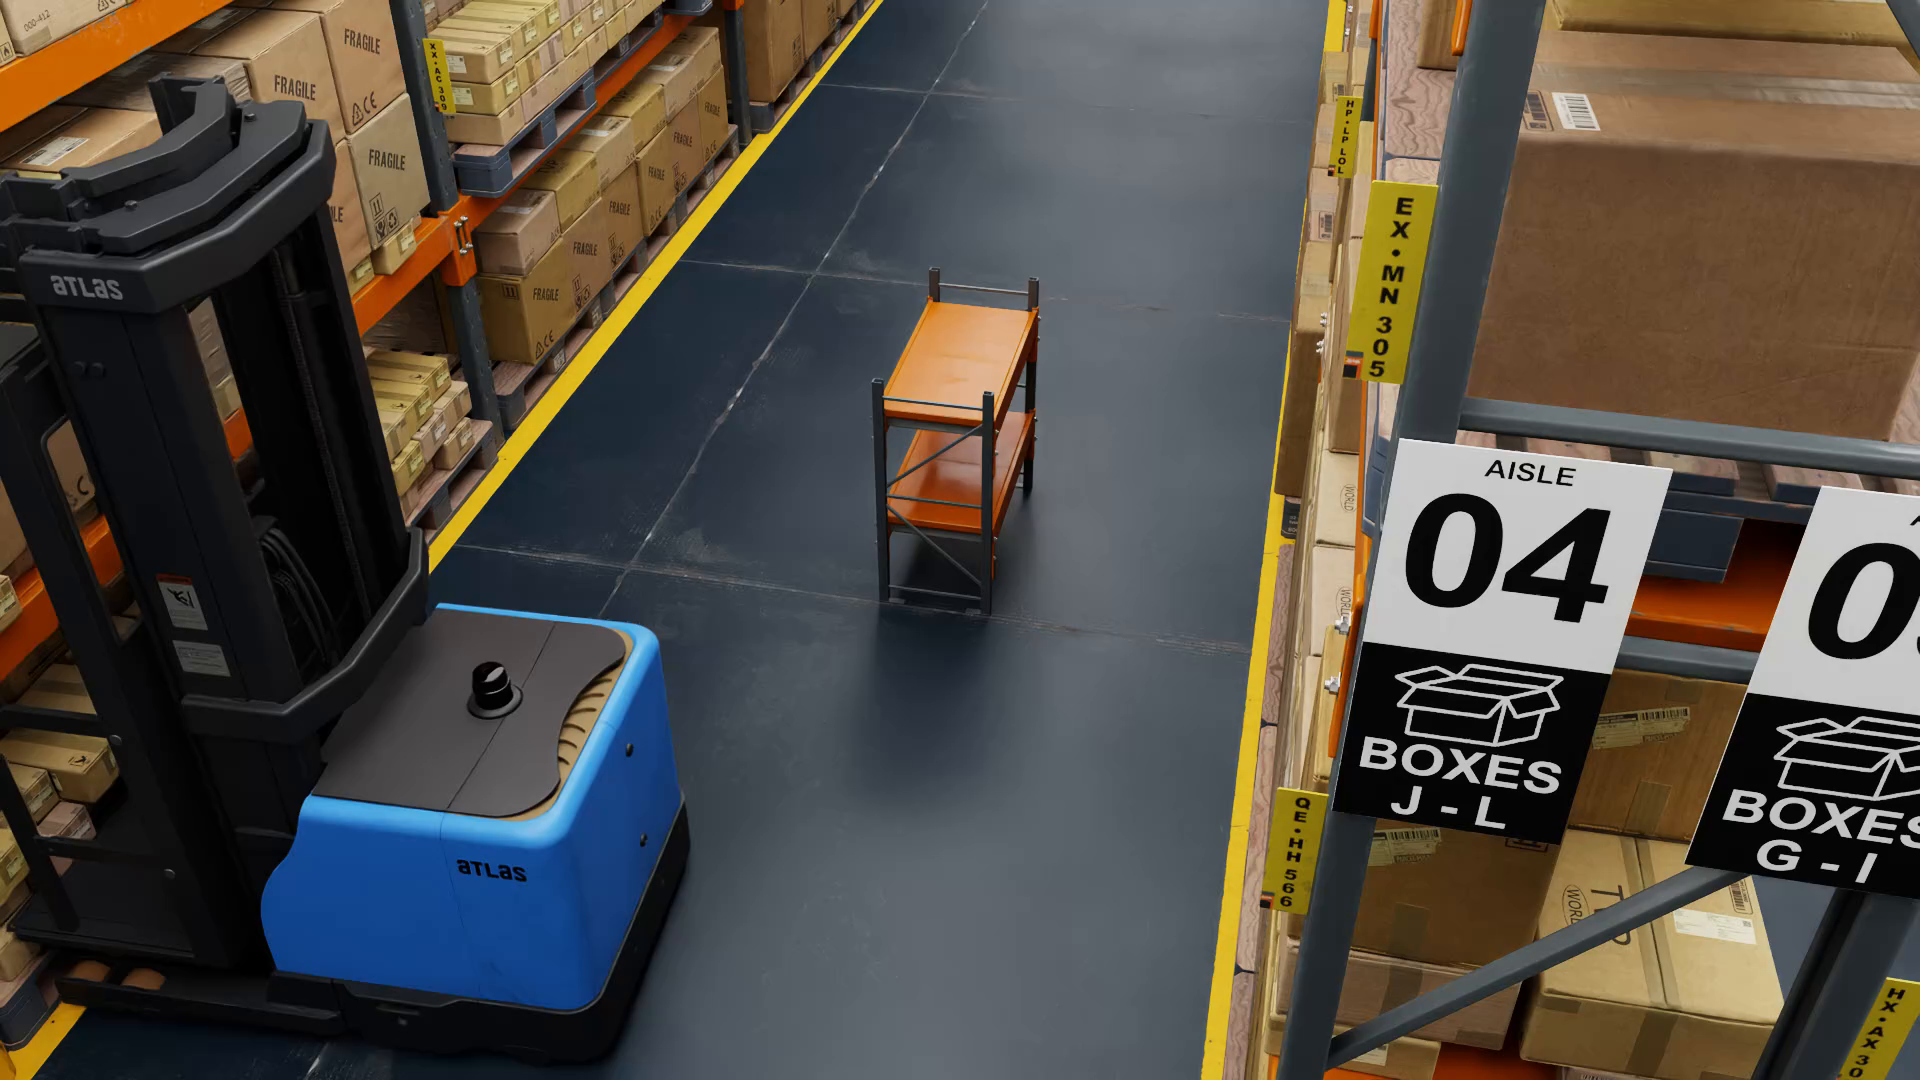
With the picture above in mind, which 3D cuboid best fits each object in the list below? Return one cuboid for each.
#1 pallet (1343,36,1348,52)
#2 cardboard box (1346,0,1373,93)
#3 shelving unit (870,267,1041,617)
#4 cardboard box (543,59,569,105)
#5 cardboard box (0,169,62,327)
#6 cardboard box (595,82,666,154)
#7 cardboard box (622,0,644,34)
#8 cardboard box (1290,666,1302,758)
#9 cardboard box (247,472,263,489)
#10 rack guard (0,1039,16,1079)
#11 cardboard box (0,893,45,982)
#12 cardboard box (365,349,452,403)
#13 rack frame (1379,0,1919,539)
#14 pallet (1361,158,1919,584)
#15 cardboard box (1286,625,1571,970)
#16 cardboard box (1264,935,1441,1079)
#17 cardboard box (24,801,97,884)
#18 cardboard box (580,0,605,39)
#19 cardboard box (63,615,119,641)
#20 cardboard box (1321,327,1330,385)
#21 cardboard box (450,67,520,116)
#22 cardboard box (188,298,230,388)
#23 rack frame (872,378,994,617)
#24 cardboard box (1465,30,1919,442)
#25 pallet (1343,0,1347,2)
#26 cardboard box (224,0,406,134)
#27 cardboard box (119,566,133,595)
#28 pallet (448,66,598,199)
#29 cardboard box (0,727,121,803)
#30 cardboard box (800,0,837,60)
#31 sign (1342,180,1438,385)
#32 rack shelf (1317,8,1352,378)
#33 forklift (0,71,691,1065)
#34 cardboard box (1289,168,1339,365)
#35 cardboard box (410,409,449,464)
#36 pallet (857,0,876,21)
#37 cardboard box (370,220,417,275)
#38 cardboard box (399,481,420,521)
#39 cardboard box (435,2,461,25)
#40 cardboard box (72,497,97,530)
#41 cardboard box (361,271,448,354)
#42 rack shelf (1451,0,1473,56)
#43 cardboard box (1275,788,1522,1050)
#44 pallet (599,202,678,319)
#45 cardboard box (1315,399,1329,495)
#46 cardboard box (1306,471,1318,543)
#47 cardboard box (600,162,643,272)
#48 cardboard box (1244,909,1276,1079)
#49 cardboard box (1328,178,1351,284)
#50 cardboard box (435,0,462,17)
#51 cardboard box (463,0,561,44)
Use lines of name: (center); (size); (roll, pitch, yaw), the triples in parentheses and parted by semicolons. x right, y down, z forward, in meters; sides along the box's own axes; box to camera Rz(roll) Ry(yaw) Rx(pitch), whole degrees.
pallet: (3.307, -3.363, 12.210); (1.003, 0.211, 1.213); (7, 37, 10)
cardboard box: (2.292, -2.553, 8.631); (0.500, 0.500, 0.500); (7, 36, 9)
shelving unit: (-0.001, -0.452, 7.415); (0.538, 1.125, 1.048); (7, 37, 10)
cardboard box: (-2.159, -2.272, 8.186); (0.380, 0.149, 0.250); (8, 37, 10)
cardboard box: (-3.067, -0.816, 5.129); (0.500, 0.500, 0.500); (7, 36, 9)
cardboard box: (-2.059, -2.483, 9.753); (0.500, 0.250, 0.500); (8, 37, 11)
cardboard box: (-1.939, -2.863, 9.001); (0.380, 0.149, 0.250); (6, 36, 8)
cardboard box: (1.138, 0.510, 4.704); (0.380, 0.149, 0.250); (7, 36, 9)
cardboard box: (-2.786, -0.153, 6.969); (0.380, 0.149, 0.250); (6, 36, 8)
rack guard: (-3.641, 1.528, 5.215); (1.175, 0.500, 0.348); (7, 37, 10)
cardboard box: (-3.232, 1.284, 5.494); (0.380, 0.149, 0.250); (8, 37, 11)
cardboard box: (-2.624, -0.753, 7.798); (0.380, 0.149, 0.250); (8, 37, 11)
rack frame: (1.167, -1.190, 1.723); (1.000, 3.000, 0.127); (7, 37, 10)
pallet: (1.315, -0.366, 3.218); (1.003, 0.211, 1.213); (7, 37, 10)
cardboard box: (1.014, 0.564, 3.651); (0.500, 0.500, 0.500); (8, 37, 11)
cardboard box: (0.921, 1.096, 3.896); (0.380, 0.149, 0.250); (8, 37, 11)
cardboard box: (-3.181, 1.006, 5.625); (0.380, 0.149, 0.250); (7, 37, 10)
cardboard box: (-2.051, -2.691, 8.510); (0.380, 0.149, 0.250); (9, 37, 12)
cardboard box: (-3.543, 0.344, 6.537); (0.380, 0.149, 0.250); (9, 37, 12)
cardboard box: (1.577, -0.674, 6.337); (0.380, 0.149, 0.250); (6, 36, 8)
cardboard box: (-2.269, -2.090, 7.681); (0.380, 0.149, 0.250); (8, 37, 11)
cardboard box: (-2.982, -0.706, 5.830); (0.500, 0.500, 0.500); (6, 36, 9)
rack frame: (-0.110, -0.160, 7.012); (0.500, 1.125, 0.032); (7, 37, 10)
cardboard box: (1.226, -0.531, 2.842); (0.700, 0.500, 0.500); (5, 36, 7)
pallet: (3.839, -4.901, 14.332); (1.003, 0.211, 1.213); (7, 37, 10)
cardboard box: (-2.639, -1.996, 6.757); (0.500, 0.500, 0.500); (6, 36, 8)
cardboard box: (-3.437, 0.074, 6.656); (0.380, 0.149, 0.250); (7, 37, 10)
pallet: (-2.497, -2.076, 8.221); (1.003, 0.211, 1.213); (7, 37, 10)
cardboard box: (-3.093, 0.744, 5.732); (0.380, 0.149, 0.250); (7, 37, 10)
cardboard box: (-1.547, -4.125, 12.445); (1.050, 0.750, 0.750); (8, 37, 11)
sign: (0.640, -0.378, 2.472); (0.100, 0.325, 0.005); (7, 37, 10)
rack shelf: (2.448, -1.909, 8.441); (1.077, 0.370, 4.000); (7, 37, 10)
forklift: (-2.548, 0.102, 5.111); (3.031, 2.935, 1.130); (6, 36, 8)
cardboard box: (2.328, -1.245, 8.365); (1.225, 0.875, 0.875); (6, 36, 8)
cardboard box: (-2.605, -0.492, 7.691); (0.380, 0.149, 0.250); (6, 36, 8)
pallet: (-1.185, -4.739, 14.109); (1.003, 0.211, 1.213); (7, 37, 10)
cardboard box: (-2.584, -1.277, 7.170); (0.380, 0.149, 0.250); (6, 36, 9)
cardboard box: (-2.684, -0.184, 7.519); (0.380, 0.149, 0.250); (6, 36, 8)
cardboard box: (-2.746, -2.625, 8.419); (0.380, 0.149, 0.250); (6, 36, 8)
cardboard box: (-3.141, -0.100, 5.546); (0.380, 0.149, 0.250); (7, 37, 10)
cardboard box: (-2.891, -1.347, 8.825); (0.500, 0.500, 0.500); (7, 36, 9)
rack shelf: (1.594, -1.883, 3.634); (1.077, 0.370, 4.000); (7, 37, 10)
cardboard box: (1.011, 0.869, 3.870); (0.500, 0.250, 0.500); (7, 36, 9)
pallet: (-2.379, -1.752, 9.988); (1.003, 0.211, 1.213); (7, 37, 10)
cardboard box: (1.449, -0.295, 5.475); (0.500, 0.250, 0.500); (8, 37, 11)
cardboard box: (1.357, -0.081, 5.520); (0.380, 0.149, 0.250); (8, 37, 11)
cardboard box: (-2.176, -1.887, 9.570); (0.500, 0.500, 0.500); (8, 37, 11)
cardboard box: (1.225, 1.553, 4.504); (0.875, 0.875, 0.875); (7, 37, 10)
cardboard box: (1.854, -1.397, 7.036); (0.500, 0.500, 0.500); (7, 37, 10)
cardboard box: (-2.738, -2.750, 8.337); (0.380, 0.149, 0.250); (7, 37, 10)
cardboard box: (-2.158, -2.518, 8.018); (0.380, 0.149, 0.250); (8, 37, 10)
